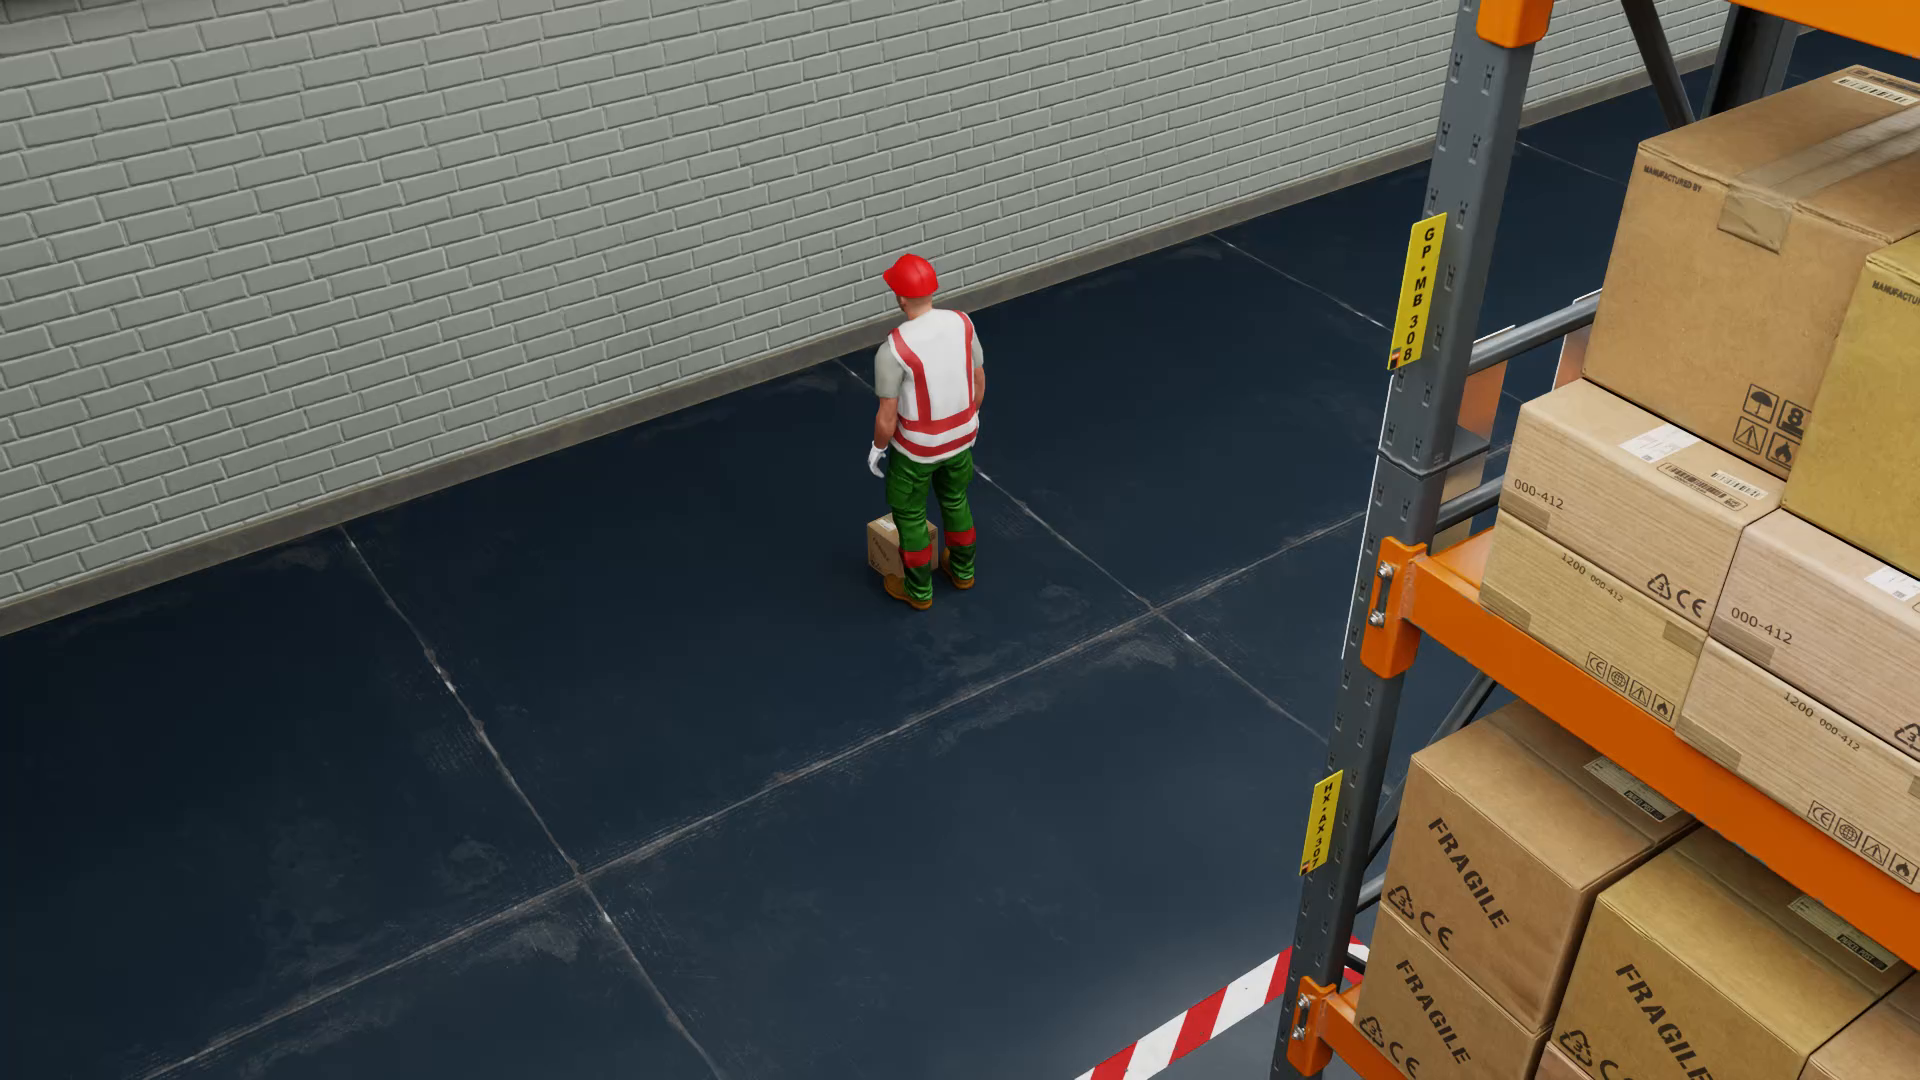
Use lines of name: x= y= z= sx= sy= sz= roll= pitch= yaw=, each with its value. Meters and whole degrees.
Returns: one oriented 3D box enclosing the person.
person: x=-0.153 y=-0.478 z=7.647 sx=0.607 sy=1.780 sz=0.449 roll=-22 pitch=42 yaw=-28
